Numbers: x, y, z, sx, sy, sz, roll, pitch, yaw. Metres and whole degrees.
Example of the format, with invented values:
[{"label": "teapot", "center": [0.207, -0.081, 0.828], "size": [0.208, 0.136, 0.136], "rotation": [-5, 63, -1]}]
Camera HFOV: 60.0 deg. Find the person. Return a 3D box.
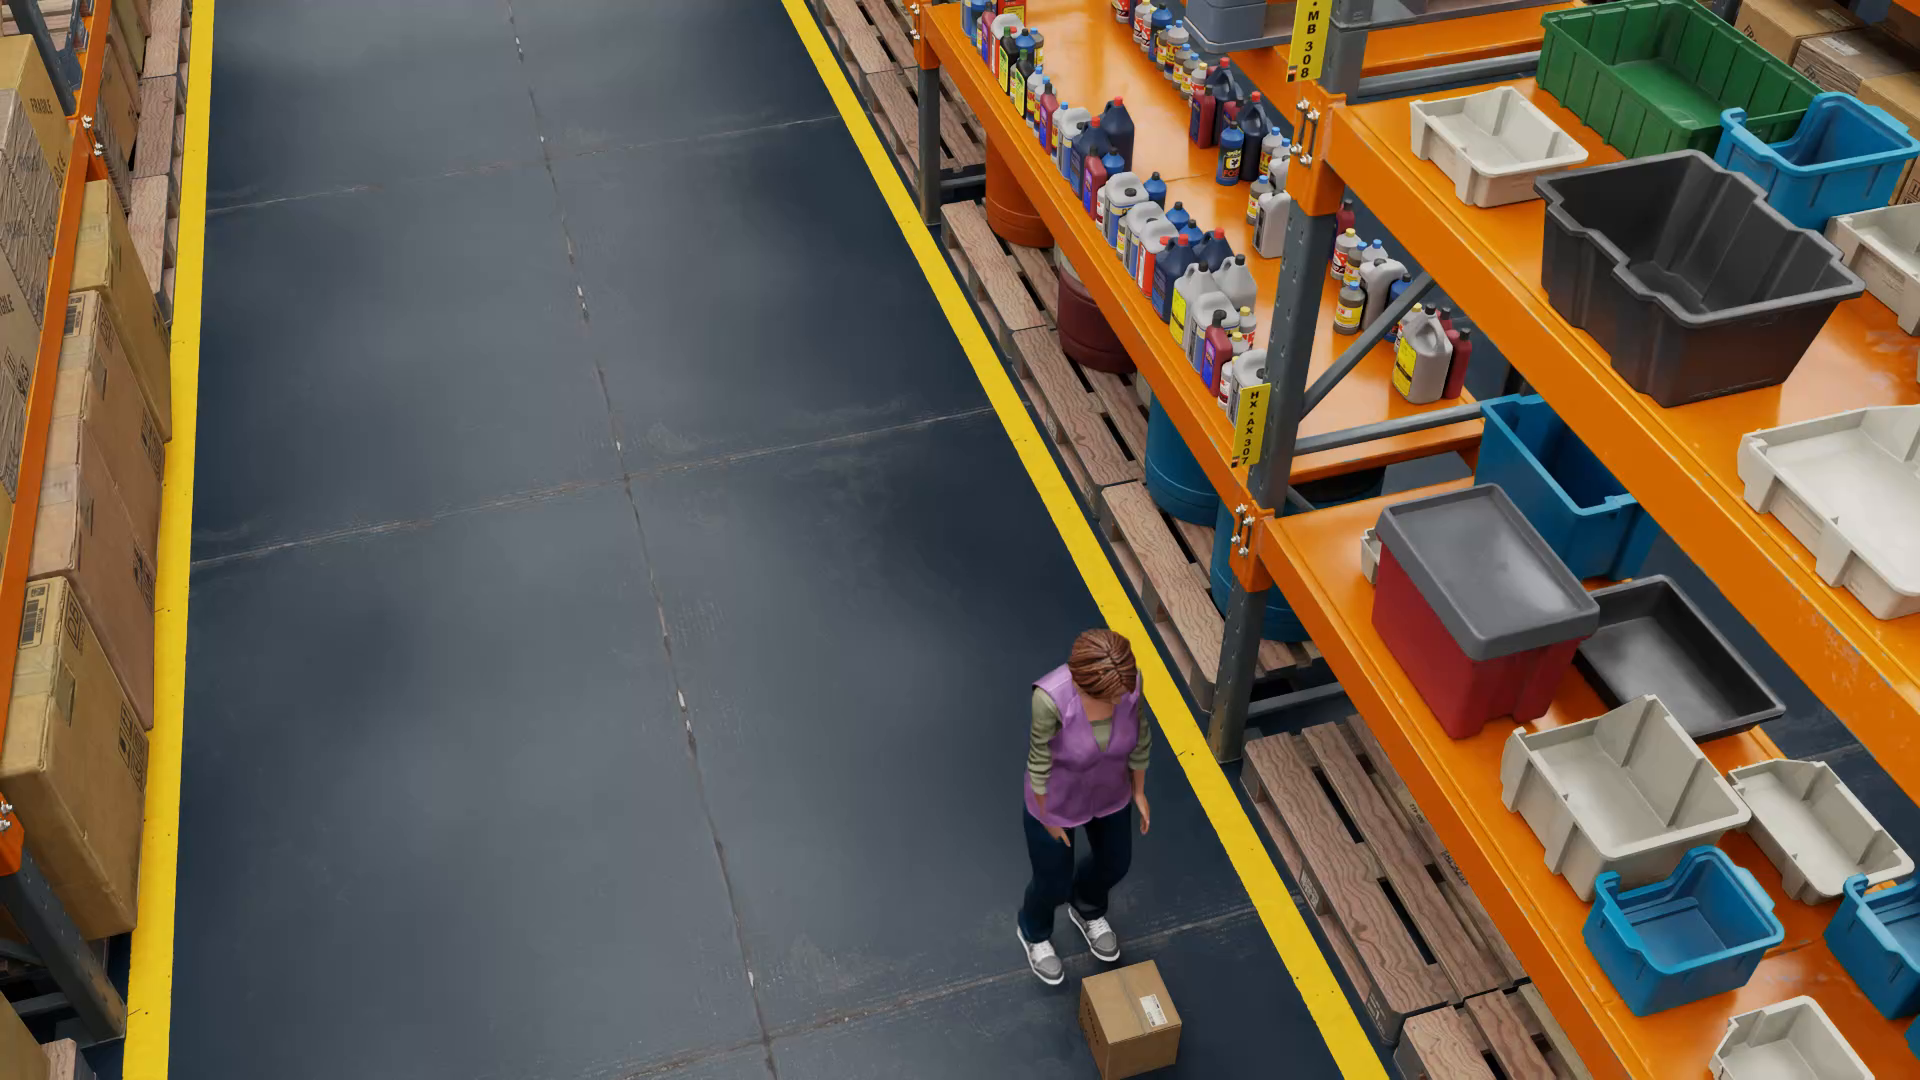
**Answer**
[{"label": "person", "center": [0.399, 0.829, 5.308], "size": [0.417, 1.564, 0.340], "rotation": [-17, 45, -17]}]
